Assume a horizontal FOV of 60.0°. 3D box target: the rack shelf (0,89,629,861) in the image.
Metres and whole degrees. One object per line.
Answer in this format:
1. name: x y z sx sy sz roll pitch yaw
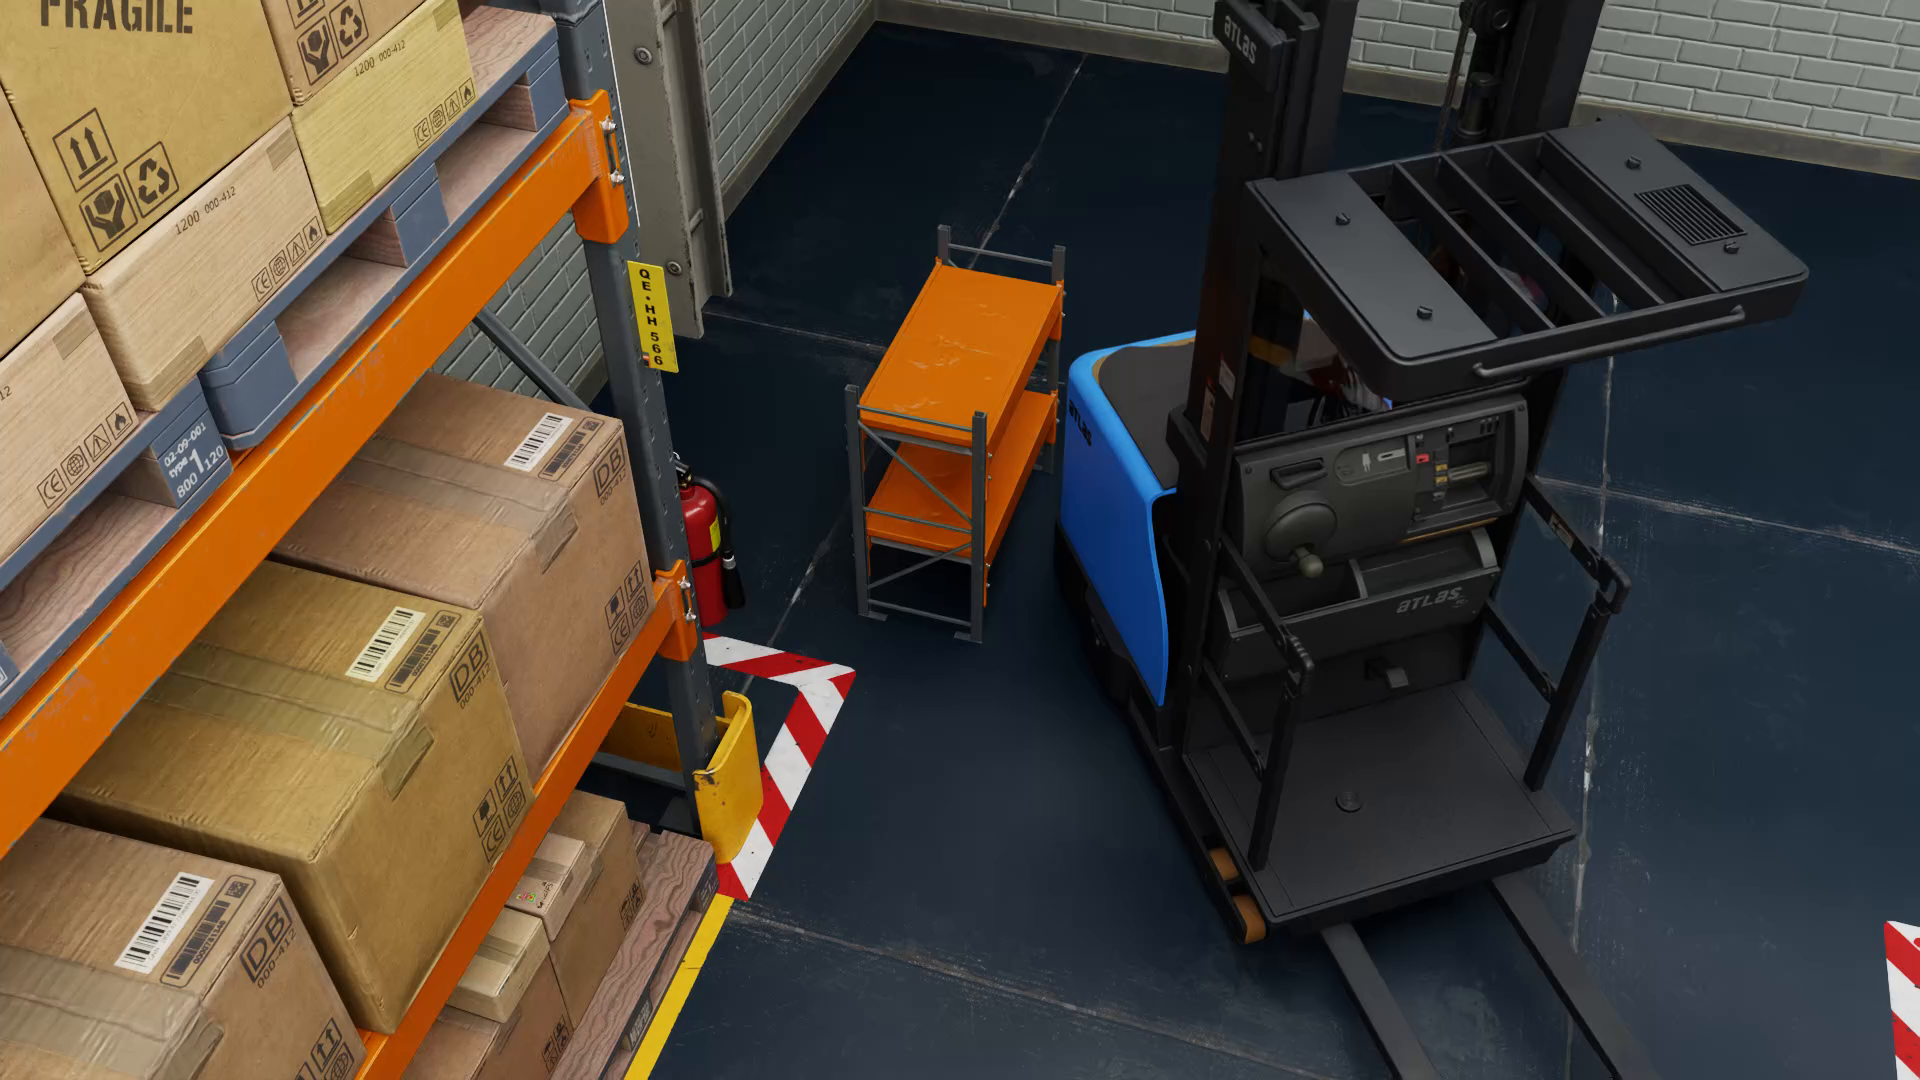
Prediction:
1. rack shelf: -1.892 0.335 2.633 1.077 0.370 4.000 13 46 13

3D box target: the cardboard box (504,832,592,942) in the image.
1. cardboard box: -1.268 0.940 4.668 0.380 0.149 0.250 12 46 12

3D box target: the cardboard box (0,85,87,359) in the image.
1. cardboard box: -1.560 -0.429 2.099 0.500 0.500 0.500 11 45 11

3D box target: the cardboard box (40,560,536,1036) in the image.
1. cardboard box: -1.641 0.539 3.840 0.980 0.700 0.700 12 46 12

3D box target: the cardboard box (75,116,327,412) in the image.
1. cardboard box: -1.412 -0.496 2.703 0.500 0.250 0.500 11 45 11

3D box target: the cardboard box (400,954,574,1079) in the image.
1. cardboard box: -1.554 1.381 4.681 0.700 0.500 0.500 12 46 12

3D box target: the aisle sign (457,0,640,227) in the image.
1. aisle sign: -0.979 -1.097 3.868 0.394 0.787 0.004 13 46 13

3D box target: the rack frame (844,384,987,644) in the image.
1. rack frame: -0.152 -0.068 6.015 0.500 1.125 0.032 13 46 13

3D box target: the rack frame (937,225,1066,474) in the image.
1. rack frame: 0.156 -0.745 6.707 0.500 1.125 0.032 13 46 13

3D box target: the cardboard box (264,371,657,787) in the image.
1. cardboard box: -1.431 0.051 4.338 0.980 0.700 0.700 14 46 14

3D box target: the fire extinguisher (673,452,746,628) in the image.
1. fire extinguisher: -0.801 -0.025 4.953 0.296 0.674 0.183 13 46 13

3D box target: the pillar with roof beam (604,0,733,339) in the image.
1. pillar with roof beam: 2.810 -3.399 3.789 9.100 9.000 0.400 13 46 13

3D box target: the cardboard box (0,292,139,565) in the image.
1. cardboard box: -1.565 -0.148 2.348 0.500 0.250 0.500 11 45 11

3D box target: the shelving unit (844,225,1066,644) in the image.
1. shelving unit: 0.002 -0.407 6.361 0.538 1.125 1.048 13 46 13

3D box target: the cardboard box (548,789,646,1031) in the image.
1. cardboard box: -1.403 1.048 5.022 0.700 0.500 0.500 13 46 13

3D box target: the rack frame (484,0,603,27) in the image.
1. rack frame: -1.286 -2.328 2.695 1.000 3.000 0.127 13 46 13

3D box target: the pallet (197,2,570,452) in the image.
1. pallet: -1.501 -0.727 3.267 1.003 0.211 1.213 13 46 13

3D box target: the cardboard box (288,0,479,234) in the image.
1. cardboard box: -1.255 -0.843 3.058 0.500 0.250 0.500 14 46 14

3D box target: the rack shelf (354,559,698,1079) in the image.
1. rack shelf: -1.892 1.407 3.682 1.077 0.370 4.000 13 46 13

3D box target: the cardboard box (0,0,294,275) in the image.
1. cardboard box: -1.410 -0.779 2.456 0.500 0.500 0.500 14 46 14

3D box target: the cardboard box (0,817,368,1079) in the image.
1. cardboard box: -1.880 1.045 3.323 0.980 0.700 0.700 10 45 11

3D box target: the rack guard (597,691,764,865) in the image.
1. rack guard: -1.279 0.694 5.683 1.175 0.500 0.348 13 46 13

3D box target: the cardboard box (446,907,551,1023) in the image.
1. cardboard box: -1.345 1.111 4.494 0.380 0.149 0.250 14 46 14

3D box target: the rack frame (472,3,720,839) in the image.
1. rack frame: -1.286 -0.183 4.793 1.000 3.000 0.127 13 46 13

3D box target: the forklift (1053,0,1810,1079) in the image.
1. forklift: 1.310 -0.061 4.717 1.130 2.935 3.031 -13 46 -13

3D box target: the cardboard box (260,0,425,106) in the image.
1. cardboard box: -1.248 -1.110 2.794 0.500 0.500 0.500 12 46 12

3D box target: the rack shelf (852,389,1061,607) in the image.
1. rack shelf: 0.002 -0.232 6.532 0.538 0.278 1.000 13 46 13

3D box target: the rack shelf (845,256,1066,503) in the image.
1. rack shelf: 0.002 -0.616 6.156 0.538 0.278 1.000 13 46 13

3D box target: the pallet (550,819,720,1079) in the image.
1. pallet: -1.454 1.363 5.206 1.003 0.211 1.213 13 46 13

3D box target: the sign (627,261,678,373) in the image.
1. sign: -0.773 -0.558 4.178 0.100 0.325 0.005 13 46 13

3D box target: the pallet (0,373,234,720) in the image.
1. pallet: -1.869 0.089 2.433 1.003 0.211 1.213 13 46 13
